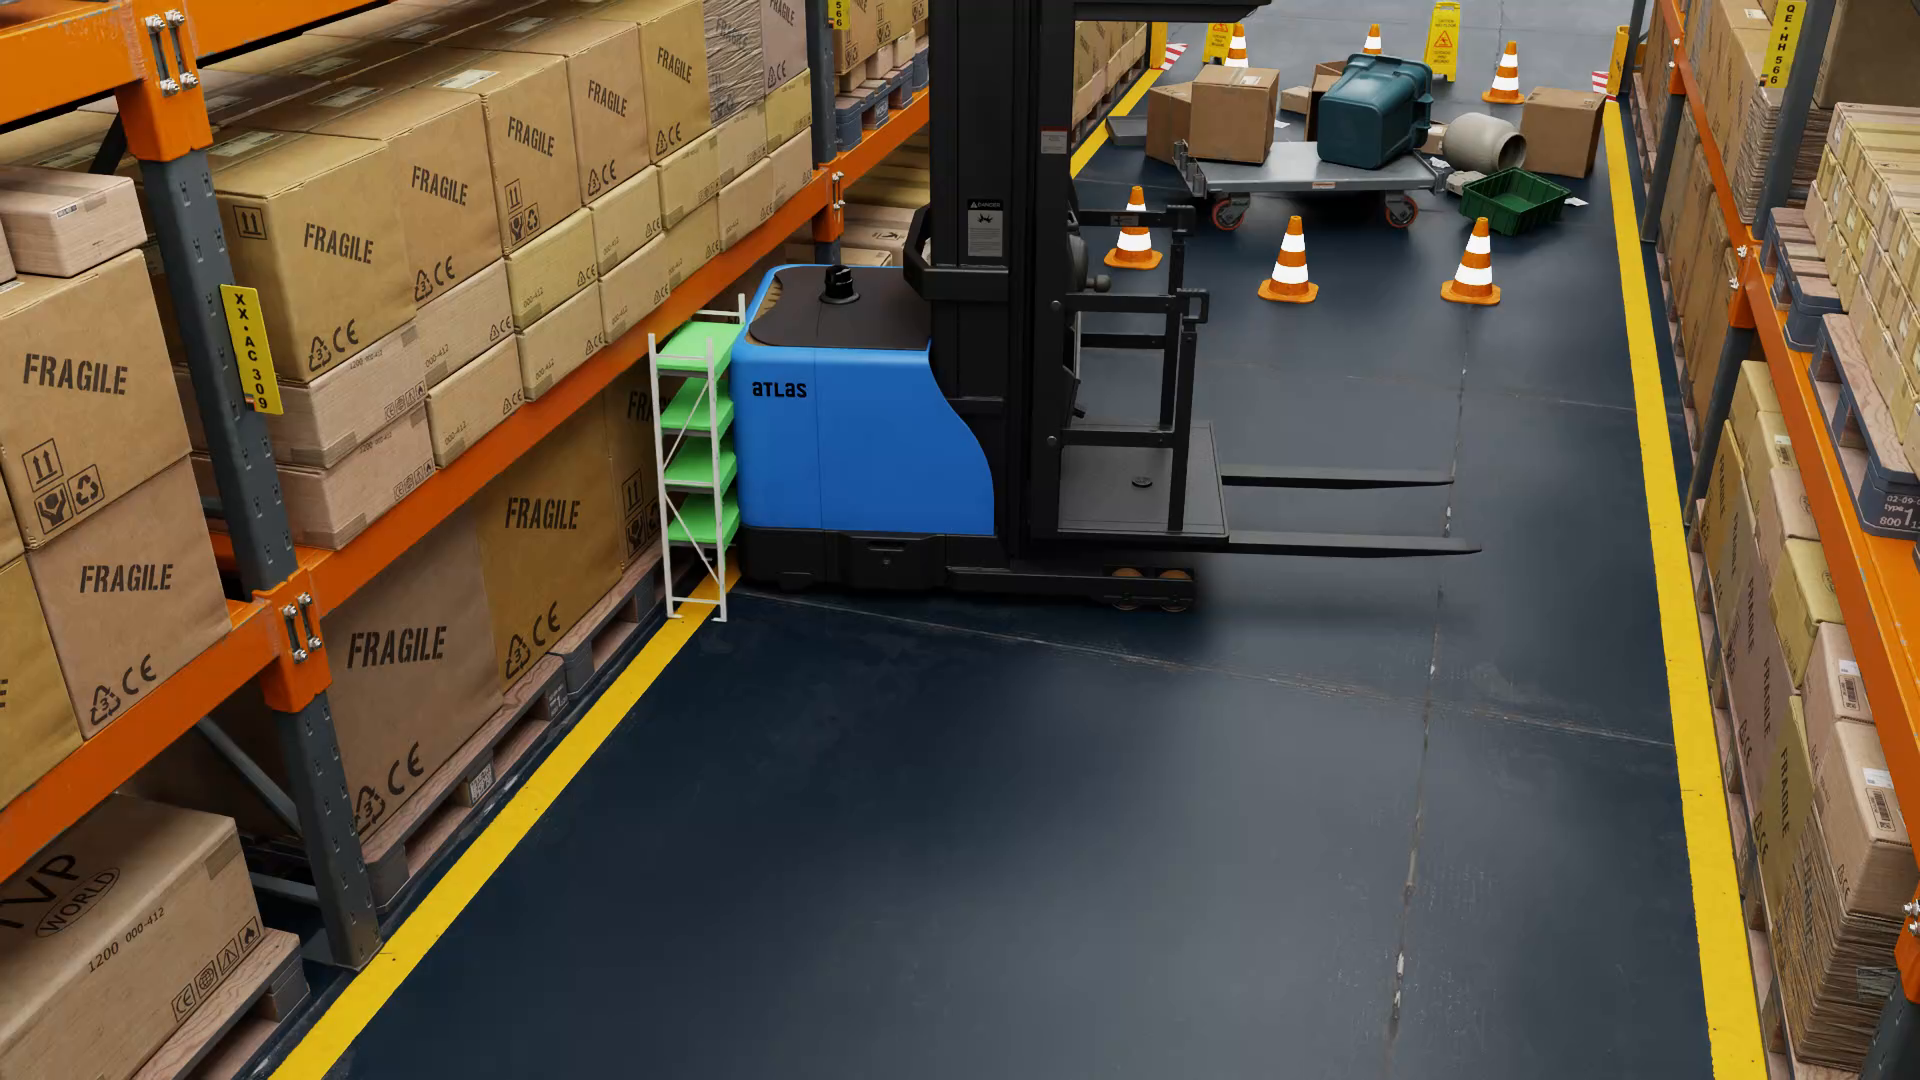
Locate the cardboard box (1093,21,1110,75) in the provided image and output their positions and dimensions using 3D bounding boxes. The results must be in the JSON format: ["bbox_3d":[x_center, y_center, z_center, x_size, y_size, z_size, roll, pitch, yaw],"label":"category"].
[{"bbox_3d":[0.840,-3.876,12.758,0.500,0.500,0.500,10,31,17],"label":"cardboard box"}]

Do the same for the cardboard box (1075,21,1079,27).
[{"bbox_3d":[0.634,-3.718,11.806,0.380,0.149,0.250,9,30,16],"label":"cardboard box"}]

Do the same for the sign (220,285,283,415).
[{"bbox_3d":[-1.709,-0.457,4.013,0.100,0.325,0.005,8,30,15],"label":"sign"}]

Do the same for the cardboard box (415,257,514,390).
[{"bbox_3d":[-1.715,-0.686,5.037,0.500,0.250,0.500,9,30,16],"label":"cardboard box"}]

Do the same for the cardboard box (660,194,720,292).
[{"bbox_3d":[-1.264,-1.172,6.426,0.500,0.250,0.500,8,30,14],"label":"cardboard box"}]

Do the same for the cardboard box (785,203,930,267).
[{"bbox_3d":[-0.681,-1.621,9.350,0.950,0.372,0.625,8,30,14],"label":"cardboard box"}]

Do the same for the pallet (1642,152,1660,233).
[{"bbox_3d":[5.168,-2.304,11.175,1.003,0.211,1.213,8,30,15],"label":"pallet"}]

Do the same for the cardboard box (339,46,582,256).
[{"bbox_3d":[-1.563,-1.239,5.261,0.500,0.500,0.500,8,30,14],"label":"cardboard box"}]

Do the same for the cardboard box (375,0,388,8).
[{"bbox_3d":[-4.196,-4.145,12.984,0.500,0.250,0.500,8,30,14],"label":"cardboard box"}]

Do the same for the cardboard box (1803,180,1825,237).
[{"bbox_3d":[3.372,-1.216,6.177,0.380,0.149,0.250,8,30,14],"label":"cardboard box"}]

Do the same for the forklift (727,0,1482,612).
[{"bbox_3d":[0.624,-1.259,6.498,3.031,2.935,1.130,2,29,4],"label":"forklift"}]

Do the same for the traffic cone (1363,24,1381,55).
[{"bbox_3d":[3.551,-4.206,14.335,0.336,0.463,0.334,8,30,15],"label":"traffic cone"}]

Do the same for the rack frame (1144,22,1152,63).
[{"bbox_3d":[1.283,-5.699,14.409,1.000,3.000,0.127,8,30,15],"label":"rack frame"}]

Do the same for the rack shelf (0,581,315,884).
[{"bbox_3d":[-2.827,1.122,2.888,1.077,0.370,4.000,8,30,15],"label":"rack shelf"}]

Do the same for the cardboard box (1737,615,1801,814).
[{"bbox_3d":[2.804,0.590,5.243,0.500,0.500,0.500,8,30,14],"label":"cardboard box"}]

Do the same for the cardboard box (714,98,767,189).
[{"bbox_3d":[-1.112,-1.634,6.741,0.500,0.250,0.500,8,30,14],"label":"cardboard box"}]

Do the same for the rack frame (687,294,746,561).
[{"bbox_3d":[-0.979,-0.440,6.807,0.240,1.200,0.015,4,28,6],"label":"rack frame"}]

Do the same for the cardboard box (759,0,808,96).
[{"bbox_3d":[-0.967,-2.184,6.959,0.500,0.500,0.500,8,30,14],"label":"cardboard box"}]

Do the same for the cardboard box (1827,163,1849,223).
[{"bbox_3d":[3.285,-1.203,5.848,0.380,0.149,0.250,10,31,17],"label":"cardboard box"}]

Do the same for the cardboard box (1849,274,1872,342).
[{"bbox_3d":[3.061,-0.716,5.279,0.380,0.149,0.250,9,30,17],"label":"cardboard box"}]

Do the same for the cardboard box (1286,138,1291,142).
[{"bbox_3d":[2.399,-2.717,11.862,0.258,0.266,0.396,-12,31,-20],"label":"cardboard box"}]

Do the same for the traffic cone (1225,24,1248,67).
[{"bbox_3d":[2.390,-4.206,14.335,0.336,0.463,0.334,8,30,15],"label":"traffic cone"}]

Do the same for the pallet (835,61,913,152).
[{"bbox_3d":[-0.958,-2.244,8.395,1.213,0.211,1.003,8,30,15],"label":"pallet"}]

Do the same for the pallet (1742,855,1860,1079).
[{"bbox_3d":[2.749,1.394,4.527,1.003,0.211,1.213,8,30,15],"label":"pallet"}]

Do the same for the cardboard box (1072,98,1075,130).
[{"bbox_3d":[0.540,-3.058,12.057,0.500,0.250,0.500,7,30,13],"label":"cardboard box"}]

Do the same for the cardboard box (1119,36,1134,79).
[{"bbox_3d":[1.143,-4.027,13.800,0.500,0.250,0.500,9,30,15],"label":"cardboard box"}]

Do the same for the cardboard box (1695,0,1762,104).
[{"bbox_3d":[4.162,-2.552,8.648,0.500,0.500,0.500,8,30,15],"label":"cardboard box"}]

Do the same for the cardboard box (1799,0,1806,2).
[{"bbox_3d":[3.985,-2.245,7.068,0.700,0.500,0.500,8,30,14],"label":"cardboard box"}]

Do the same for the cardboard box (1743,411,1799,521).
[{"bbox_3d":[3.114,-0.219,5.926,0.500,0.250,0.500,8,30,14],"label":"cardboard box"}]

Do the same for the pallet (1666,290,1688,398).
[{"bbox_3d":[4.360,-1.024,8.873,1.003,0.211,1.213,8,30,15],"label":"pallet"}]

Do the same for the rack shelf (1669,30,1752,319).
[{"bbox_3d":[4.283,-1.937,8.386,1.077,0.370,4.000,8,30,15],"label":"rack shelf"}]

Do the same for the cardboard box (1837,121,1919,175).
[{"bbox_3d":[3.299,-1.343,5.793,0.380,0.149,0.250,8,30,14],"label":"cardboard box"}]

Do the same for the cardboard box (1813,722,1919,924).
[{"bbox_3d":[2.499,0.736,4.209,0.500,0.250,0.500,8,30,14],"label":"cardboard box"}]

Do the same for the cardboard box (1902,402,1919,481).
[{"bbox_3d":[2.750,-0.232,4.408,0.380,0.149,0.250,7,30,13],"label":"cardboard box"}]

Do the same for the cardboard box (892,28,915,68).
[{"bbox_3d":[-0.452,-2.551,8.577,0.380,0.149,0.250,9,30,15],"label":"cardboard box"}]

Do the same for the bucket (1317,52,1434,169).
[{"bbox_3d":[2.706,-2.807,11.013,0.726,0.611,0.620,20,45,32],"label":"bucket"}]

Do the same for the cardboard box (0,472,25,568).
[{"bbox_3d":[-2.271,-0.109,3.230,0.500,0.500,0.500,8,30,14],"label":"cardboard box"}]

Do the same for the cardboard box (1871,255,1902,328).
[{"bbox_3d":[2.986,-0.731,4.998,0.380,0.149,0.250,8,30,14],"label":"cardboard box"}]

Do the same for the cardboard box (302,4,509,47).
[{"bbox_3d":[-1.898,-1.563,5.843,0.500,0.500,0.500,9,30,16],"label":"cardboard box"}]

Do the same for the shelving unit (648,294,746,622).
[{"bbox_3d":[-1.009,-0.328,6.592,0.258,1.200,0.503,4,28,6],"label":"shelving unit"}]

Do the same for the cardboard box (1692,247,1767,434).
[{"bbox_3d":[3.961,-0.792,7.471,1.050,0.750,0.750,8,30,14],"label":"cardboard box"}]

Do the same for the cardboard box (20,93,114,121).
[{"bbox_3d":[-5.431,-2.426,10.536,0.875,0.625,0.625,9,30,17],"label":"cardboard box"}]

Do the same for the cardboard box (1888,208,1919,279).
[{"bbox_3d":[2.991,-0.857,4.920,0.380,0.149,0.250,9,30,16],"label":"cardboard box"}]

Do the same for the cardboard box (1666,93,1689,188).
[{"bbox_3d":[5.122,-2.718,10.804,0.875,0.875,0.875,9,30,16],"label":"cardboard box"}]

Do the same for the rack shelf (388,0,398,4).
[{"bbox_3d":[-5.225,-3.303,10.841,1.077,0.370,4.000,8,30,15],"label":"rack shelf"}]

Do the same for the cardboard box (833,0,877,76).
[{"bbox_3d":[-0.712,-2.514,7.843,0.500,0.500,0.500,8,30,13],"label":"cardboard box"}]

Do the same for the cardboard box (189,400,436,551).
[{"bbox_3d":[-1.858,-0.223,4.720,0.500,0.250,0.500,8,30,14],"label":"cardboard box"}]

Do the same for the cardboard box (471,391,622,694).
[{"bbox_3d":[-1.876,-0.098,6.094,0.875,0.875,0.875,9,30,16],"label":"cardboard box"}]

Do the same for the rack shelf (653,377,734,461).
[{"bbox_3d":[-1.005,-0.484,6.511,0.258,0.148,0.480,4,28,6],"label":"rack shelf"}]

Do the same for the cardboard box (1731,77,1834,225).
[{"bbox_3d":[3.572,-1.613,6.961,0.500,0.500,0.500,8,30,15],"label":"cardboard box"}]

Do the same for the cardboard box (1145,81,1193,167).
[{"bbox_3d":[1.724,-3.052,12.220,0.500,0.500,0.500,-17,34,-28],"label":"cardboard box"}]

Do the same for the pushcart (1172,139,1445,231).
[{"bbox_3d":[2.303,-2.392,11.162,1.648,0.377,0.936,-1,29,-3],"label":"pushcart"}]

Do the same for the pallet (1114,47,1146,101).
[{"bbox_3d":[0.988,-4.072,14.353,1.003,0.211,1.213,8,30,15],"label":"pallet"}]

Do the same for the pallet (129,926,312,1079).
[{"bbox_3d":[-2.538,1.439,4.447,1.003,0.211,1.213,8,30,15],"label":"pallet"}]
